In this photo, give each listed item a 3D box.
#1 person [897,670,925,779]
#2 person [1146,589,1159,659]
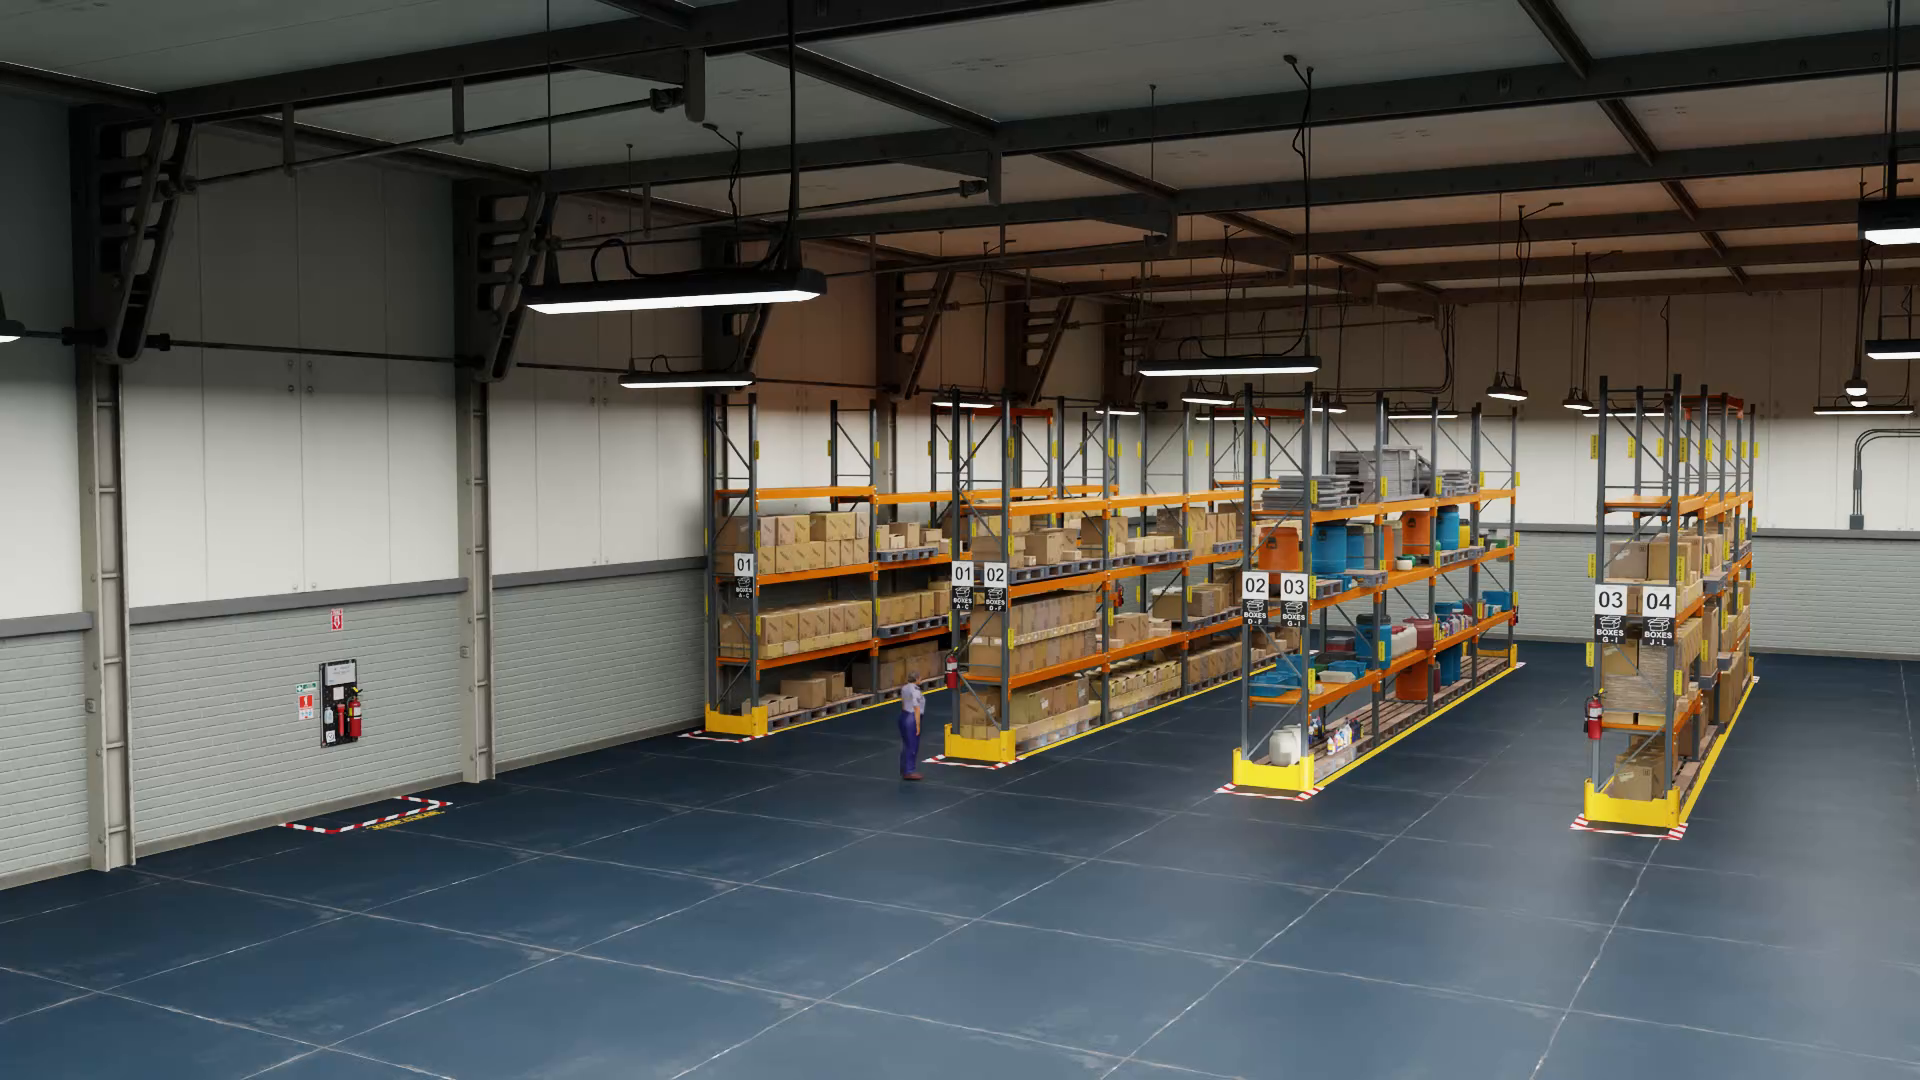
[{"bbox_3d":[-0.739,2.816,25.342,0.361,1.646,0.496,-2,3,-26],"label":"person"},{"bbox_3d":[4.560,2.029,39.212,0.584,1.756,0.983,2,4,31],"label":"person"}]
